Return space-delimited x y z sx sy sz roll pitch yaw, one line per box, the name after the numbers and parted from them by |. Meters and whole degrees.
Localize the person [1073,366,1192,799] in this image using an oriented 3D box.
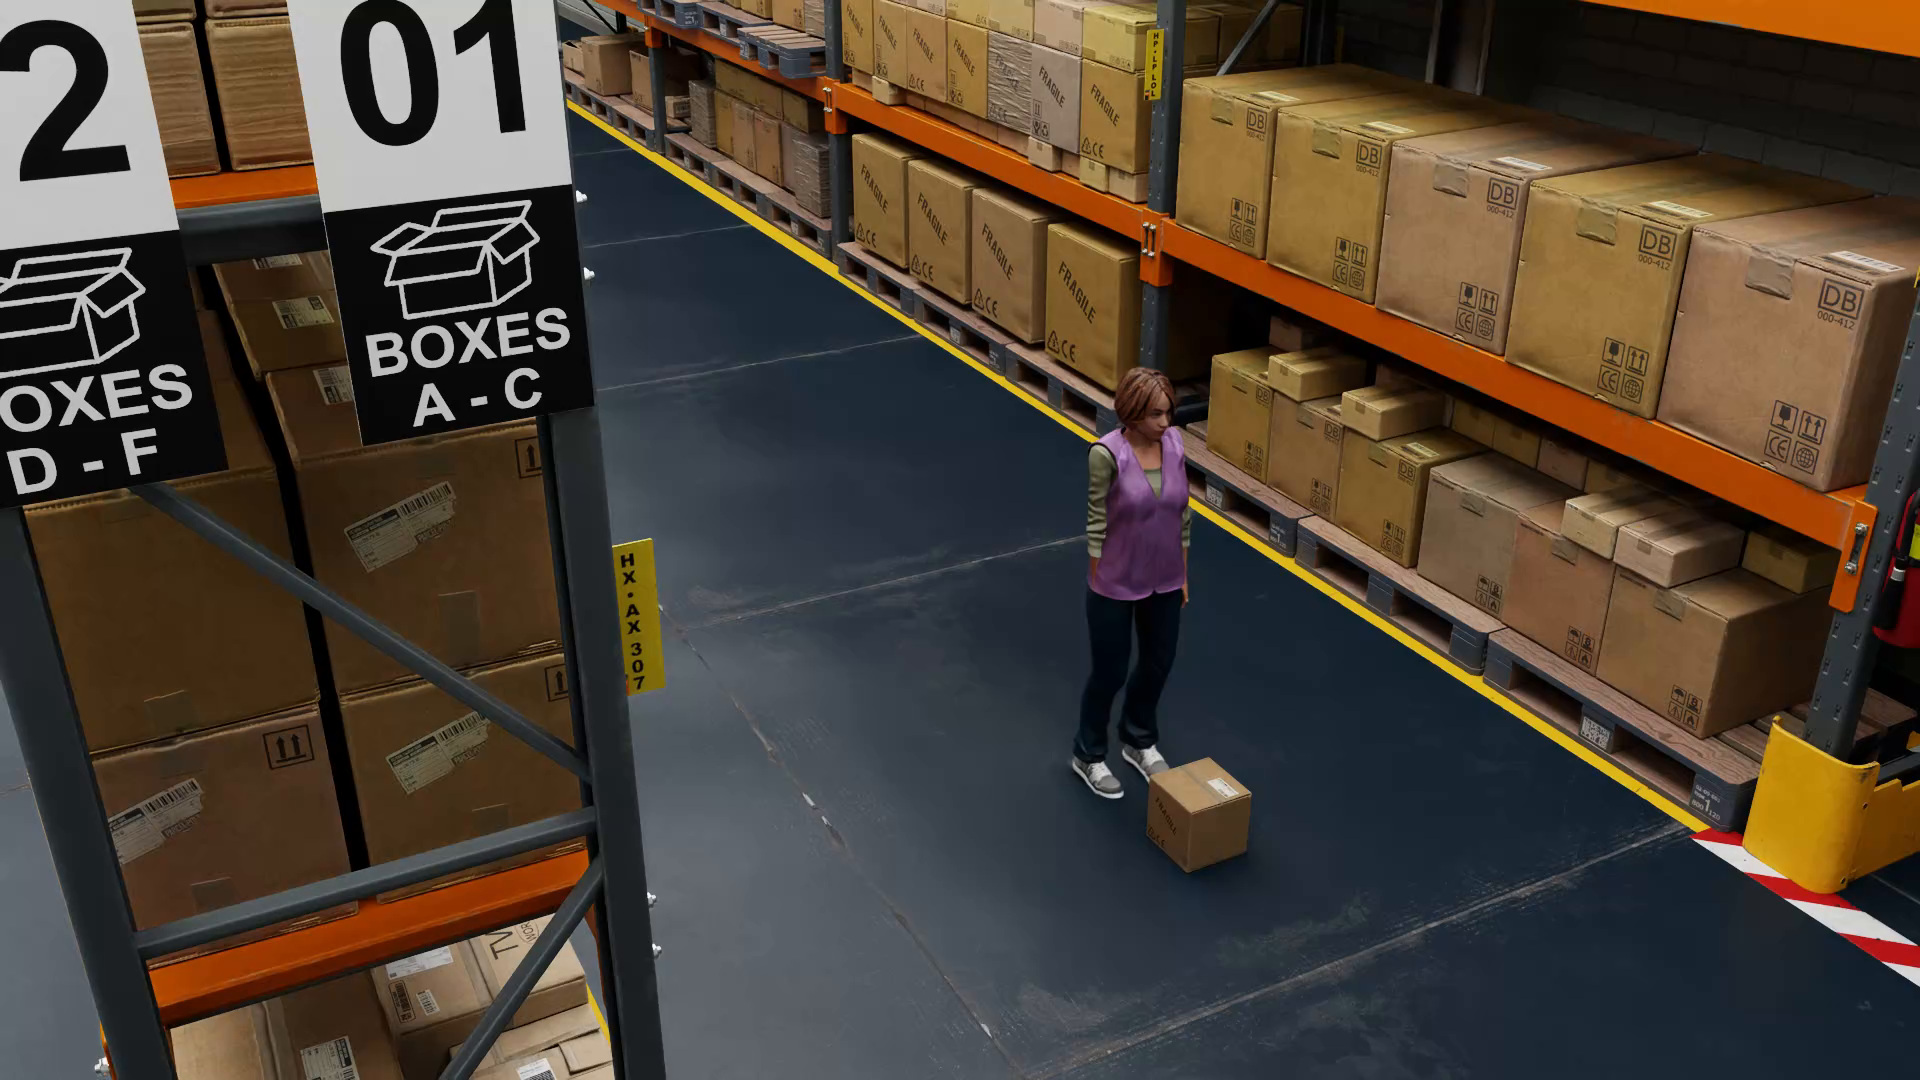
0.621 0.155 5.817 0.406 1.597 0.308 -12 29 -24 | person
